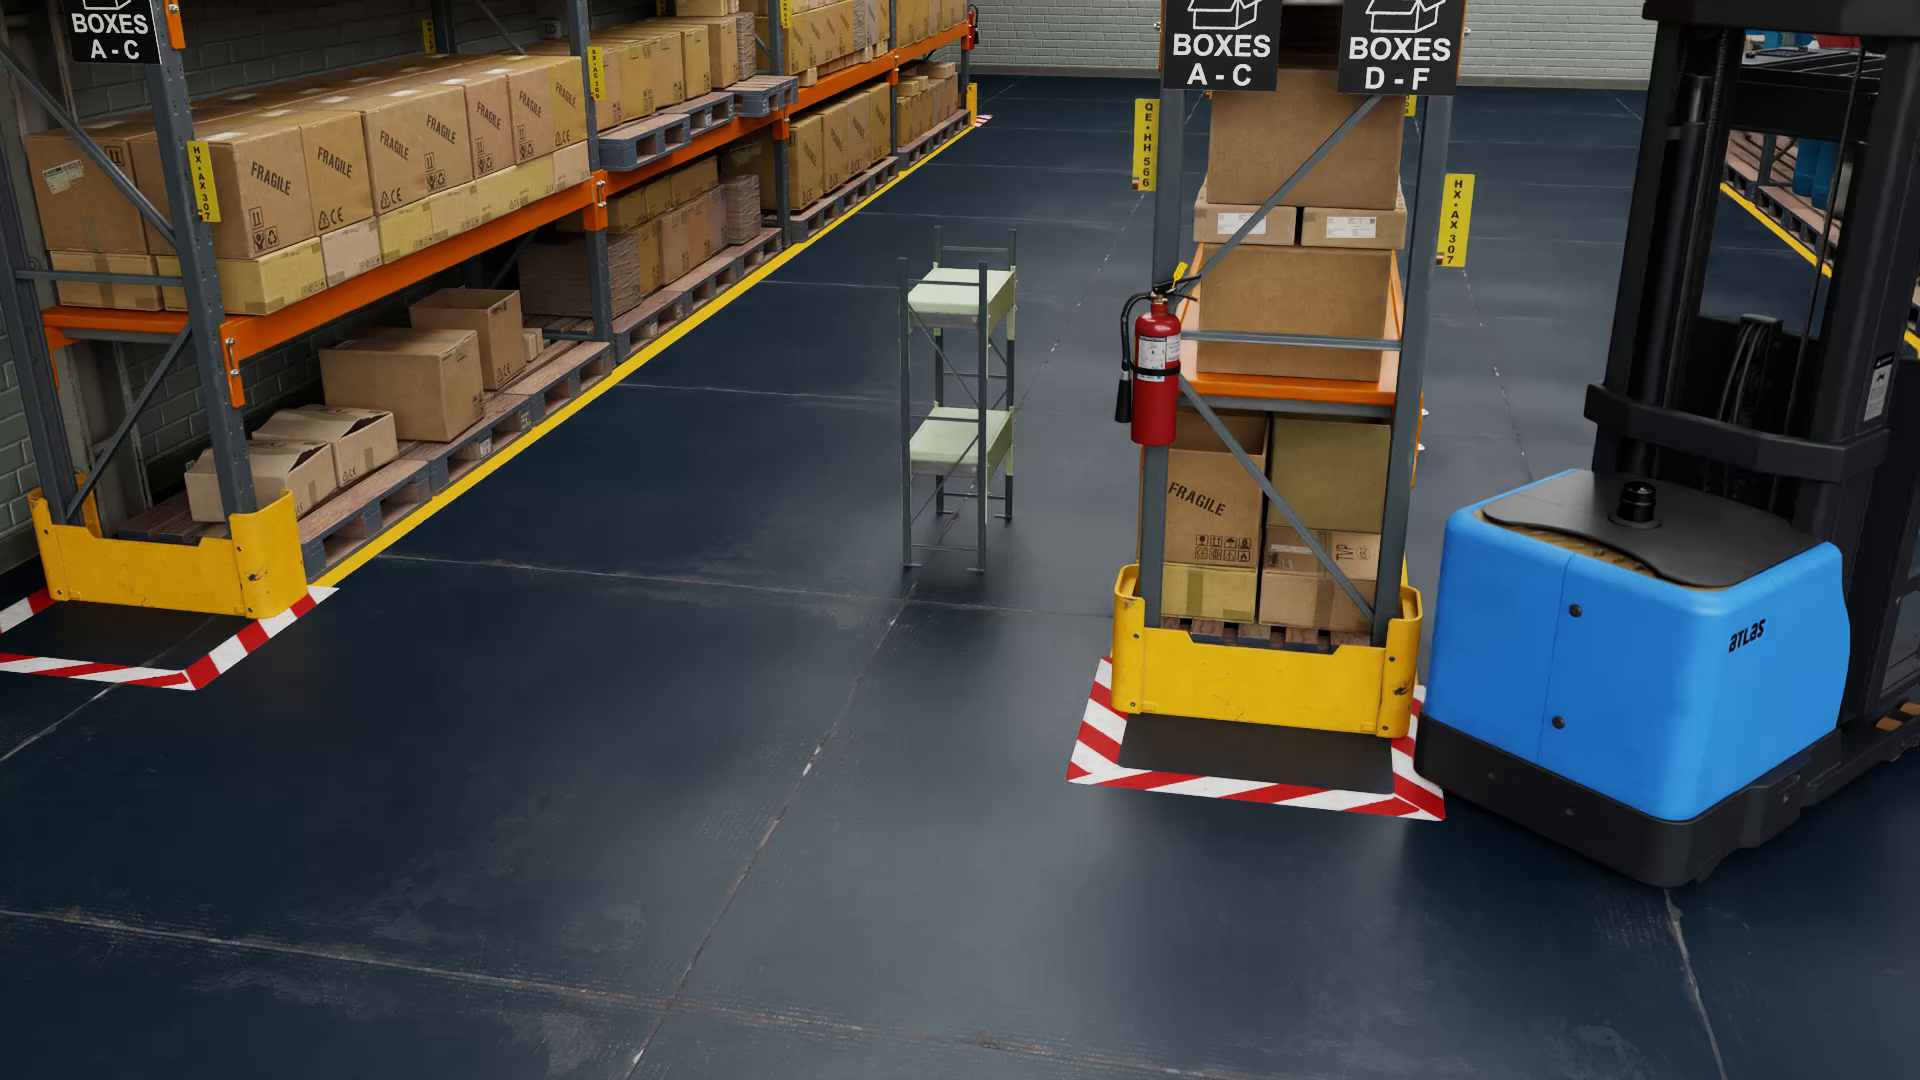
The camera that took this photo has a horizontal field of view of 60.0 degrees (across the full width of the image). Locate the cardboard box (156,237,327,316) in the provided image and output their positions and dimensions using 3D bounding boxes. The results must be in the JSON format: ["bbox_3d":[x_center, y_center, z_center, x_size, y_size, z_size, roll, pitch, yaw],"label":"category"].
[{"bbox_3d":[-3.232,-1.205,7.505,0.500,0.250,0.500,4,22,9],"label":"cardboard box"}]

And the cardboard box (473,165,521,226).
[{"bbox_3d":[-2.824,-1.951,9.357,0.500,0.250,0.500,4,22,11],"label":"cardboard box"}]

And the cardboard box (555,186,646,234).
[{"bbox_3d":[-2.606,-2.399,12.047,0.500,0.250,0.500,4,22,10],"label":"cardboard box"}]

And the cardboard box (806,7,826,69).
[{"bbox_3d":[-1.545,-4.580,15.151,0.500,0.500,0.500,5,23,13],"label":"cardboard box"}]

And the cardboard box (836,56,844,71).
[{"bbox_3d":[-1.354,-4.690,16.293,0.380,0.149,0.250,5,23,13],"label":"cardboard box"}]

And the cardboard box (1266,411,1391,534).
[{"bbox_3d":[1.635,-0.365,7.358,0.500,0.500,0.500,4,22,11],"label":"cardboard box"}]

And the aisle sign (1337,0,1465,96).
[{"bbox_3d":[1.494,-1.894,5.561,0.394,0.787,0.004,4,22,11],"label":"aisle sign"}]

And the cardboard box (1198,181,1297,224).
[{"bbox_3d":[1.151,-1.333,6.645,0.380,0.149,0.250,5,22,12],"label":"cardboard box"}]

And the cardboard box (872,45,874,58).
[{"bbox_3d":[-1.111,-5.062,17.217,0.380,0.149,0.250,5,23,13],"label":"cardboard box"}]

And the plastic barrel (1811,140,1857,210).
[{"bbox_3d":[8.232,-3.510,15.300,0.600,0.901,0.708,4,22,11],"label":"plastic barrel"}]

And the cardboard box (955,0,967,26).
[{"bbox_3d":[-0.472,-6.915,21.106,0.980,0.700,0.700,5,23,13],"label":"cardboard box"}]

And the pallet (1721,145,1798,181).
[{"bbox_3d":[8.863,-4.171,18.427,1.003,0.211,1.213,4,22,11],"label":"pallet"}]

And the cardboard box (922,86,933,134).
[{"bbox_3d":[-0.729,-5.172,19.965,0.700,0.500,0.500,5,22,12],"label":"cardboard box"}]

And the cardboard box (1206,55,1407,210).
[{"bbox_3d":[1.326,-1.572,6.372,0.700,0.500,0.500,5,22,11],"label":"cardboard box"}]

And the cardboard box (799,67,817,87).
[{"bbox_3d":[-1.519,-4.215,15.114,0.380,0.149,0.250,5,23,13],"label":"cardboard box"}]

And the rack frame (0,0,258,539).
[{"bbox_3d":[-3.643,-1.111,7.098,1.000,3.000,0.127,4,22,11],"label":"rack frame"}]

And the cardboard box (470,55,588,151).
[{"bbox_3d":[-2.620,-2.665,10.127,0.500,0.500,0.500,4,22,11],"label":"cardboard box"}]

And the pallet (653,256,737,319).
[{"bbox_3d":[-2.422,-2.013,13.070,1.003,0.211,1.213,4,22,11],"label":"pallet"}]

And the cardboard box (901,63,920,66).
[{"bbox_3d":[-0.696,-5.911,20.931,0.380,0.149,0.250,5,22,11],"label":"cardboard box"}]

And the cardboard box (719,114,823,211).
[{"bbox_3d":[-1.732,-3.494,15.329,0.750,0.750,0.750,4,22,10],"label":"cardboard box"}]

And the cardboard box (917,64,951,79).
[{"bbox_3d":[-0.322,-5.881,20.857,0.380,0.149,0.250,5,22,12],"label":"cardboard box"}]

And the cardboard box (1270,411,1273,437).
[{"bbox_3d":[1.525,-0.788,9.415,0.500,0.250,0.500,4,22,11],"label":"cardboard box"}]

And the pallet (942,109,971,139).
[{"bbox_3d":[-0.465,-5.371,21.407,1.003,0.211,1.213,4,22,11],"label":"pallet"}]

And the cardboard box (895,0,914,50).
[{"bbox_3d":[-1.068,-5.836,18.429,0.980,0.700,0.700,5,22,12],"label":"cardboard box"}]

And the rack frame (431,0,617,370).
[{"bbox_3d":[-2.827,-2.574,10.730,1.000,3.000,0.127,4,22,11],"label":"rack frame"}]

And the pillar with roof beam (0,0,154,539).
[{"bbox_3d":[-0.132,-3.888,5.962,9.100,9.000,0.400,4,22,11],"label":"pillar with roof beam"}]

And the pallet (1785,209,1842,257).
[{"bbox_3d":[8.059,-2.725,14.837,1.003,0.211,1.213,4,22,11],"label":"pallet"}]

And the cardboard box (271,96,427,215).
[{"bbox_3d":[-3.029,-1.919,8.274,0.500,0.500,0.500,4,22,9],"label":"cardboard box"}]

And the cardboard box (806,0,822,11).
[{"bbox_3d":[-1.556,-4.922,14.996,0.500,0.250,0.500,4,22,10],"label":"cardboard box"}]

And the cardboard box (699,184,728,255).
[{"bbox_3d":[-2.325,-2.635,13.638,0.700,0.500,0.500,4,22,11],"label":"cardboard box"}]

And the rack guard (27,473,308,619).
[{"bbox_3d":[-3.627,0.020,7.634,1.175,0.500,0.348,4,22,11],"label":"rack guard"}]

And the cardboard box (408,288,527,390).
[{"bbox_3d":[-2.999,-1.236,10.165,0.500,0.500,0.500,3,22,7],"label":"cardboard box"}]

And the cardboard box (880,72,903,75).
[{"bbox_3d":[-0.902,-5.540,20.010,0.380,0.149,0.250,4,22,10],"label":"cardboard box"}]

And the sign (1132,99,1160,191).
[{"bbox_3d":[0.679,-1.429,6.019,0.100,0.325,0.005,4,22,11],"label":"sign"}]

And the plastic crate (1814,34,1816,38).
[{"bbox_3d":[8.996,-5.262,17.483,0.437,0.282,0.530,4,22,11],"label":"plastic crate"}]

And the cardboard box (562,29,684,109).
[{"bbox_3d":[-2.465,-3.455,12.195,0.700,0.500,0.500,8,23,18],"label":"cardboard box"}]

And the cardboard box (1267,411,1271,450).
[{"bbox_3d":[1.319,-0.771,8.367,0.500,0.500,0.500,4,22,11],"label":"cardboard box"}]

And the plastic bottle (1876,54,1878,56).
[{"bbox_3d":[8.740,-4.519,15.724,0.152,0.276,0.135,4,22,11],"label":"plastic bottle"}]

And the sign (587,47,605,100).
[{"bbox_3d":[-2.294,-2.937,10.473,0.100,0.325,0.005,4,22,11],"label":"sign"}]

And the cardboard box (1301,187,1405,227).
[{"bbox_3d":[1.550,-1.306,6.580,0.380,0.149,0.250,4,22,10],"label":"cardboard box"}]

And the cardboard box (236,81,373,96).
[{"bbox_3d":[-3.438,-2.145,8.833,0.500,0.500,0.500,5,22,12],"label":"cardboard box"}]

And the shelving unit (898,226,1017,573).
[{"bbox_3d":[-0.001,-0.693,8.067,0.431,1.500,0.755,4,22,11],"label":"shelving unit"}]

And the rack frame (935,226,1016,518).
[{"bbox_3d":[0.073,-0.827,8.400,0.400,1.500,0.023,4,22,11],"label":"rack frame"}]

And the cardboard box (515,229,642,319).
[{"bbox_3d":[-2.693,-1.889,11.787,0.700,0.500,0.500,5,23,13],"label":"cardboard box"}]

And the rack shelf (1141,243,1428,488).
[{"bbox_3d":[1.616,-1.133,8.114,1.077,0.370,4.000,4,22,11],"label":"rack shelf"}]

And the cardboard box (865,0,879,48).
[{"bbox_3d":[-1.136,-5.318,16.985,0.500,0.500,0.500,5,22,11],"label":"cardboard box"}]

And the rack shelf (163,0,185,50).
[{"bbox_3d":[-3.235,-2.901,8.488,1.077,0.370,4.000,4,22,11],"label":"rack shelf"}]

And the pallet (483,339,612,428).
[{"bbox_3d":[-2.929,-1.033,10.635,1.003,0.211,1.213,4,22,11],"label":"pallet"}]

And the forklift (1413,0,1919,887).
[{"bbox_3d":[3.123,-0.660,6.070,3.031,2.935,1.130,-17,27,-36],"label":"forklift"}]

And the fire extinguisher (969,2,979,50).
[{"bbox_3d":[0.105,-6.774,21.761,0.296,0.674,0.183,4,22,11],"label":"fire extinguisher"}]

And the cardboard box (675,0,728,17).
[{"bbox_3d":[-2.103,-4.341,13.527,0.380,0.149,0.250,1,22,2],"label":"cardboard box"}]

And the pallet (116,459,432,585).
[{"bbox_3d":[-3.427,-0.140,8.419,1.003,0.211,1.213,4,22,11],"label":"pallet"}]

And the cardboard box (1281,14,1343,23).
[{"bbox_3d":[1.735,-2.315,8.217,0.700,0.500,0.500,4,22,11],"label":"cardboard box"}]
